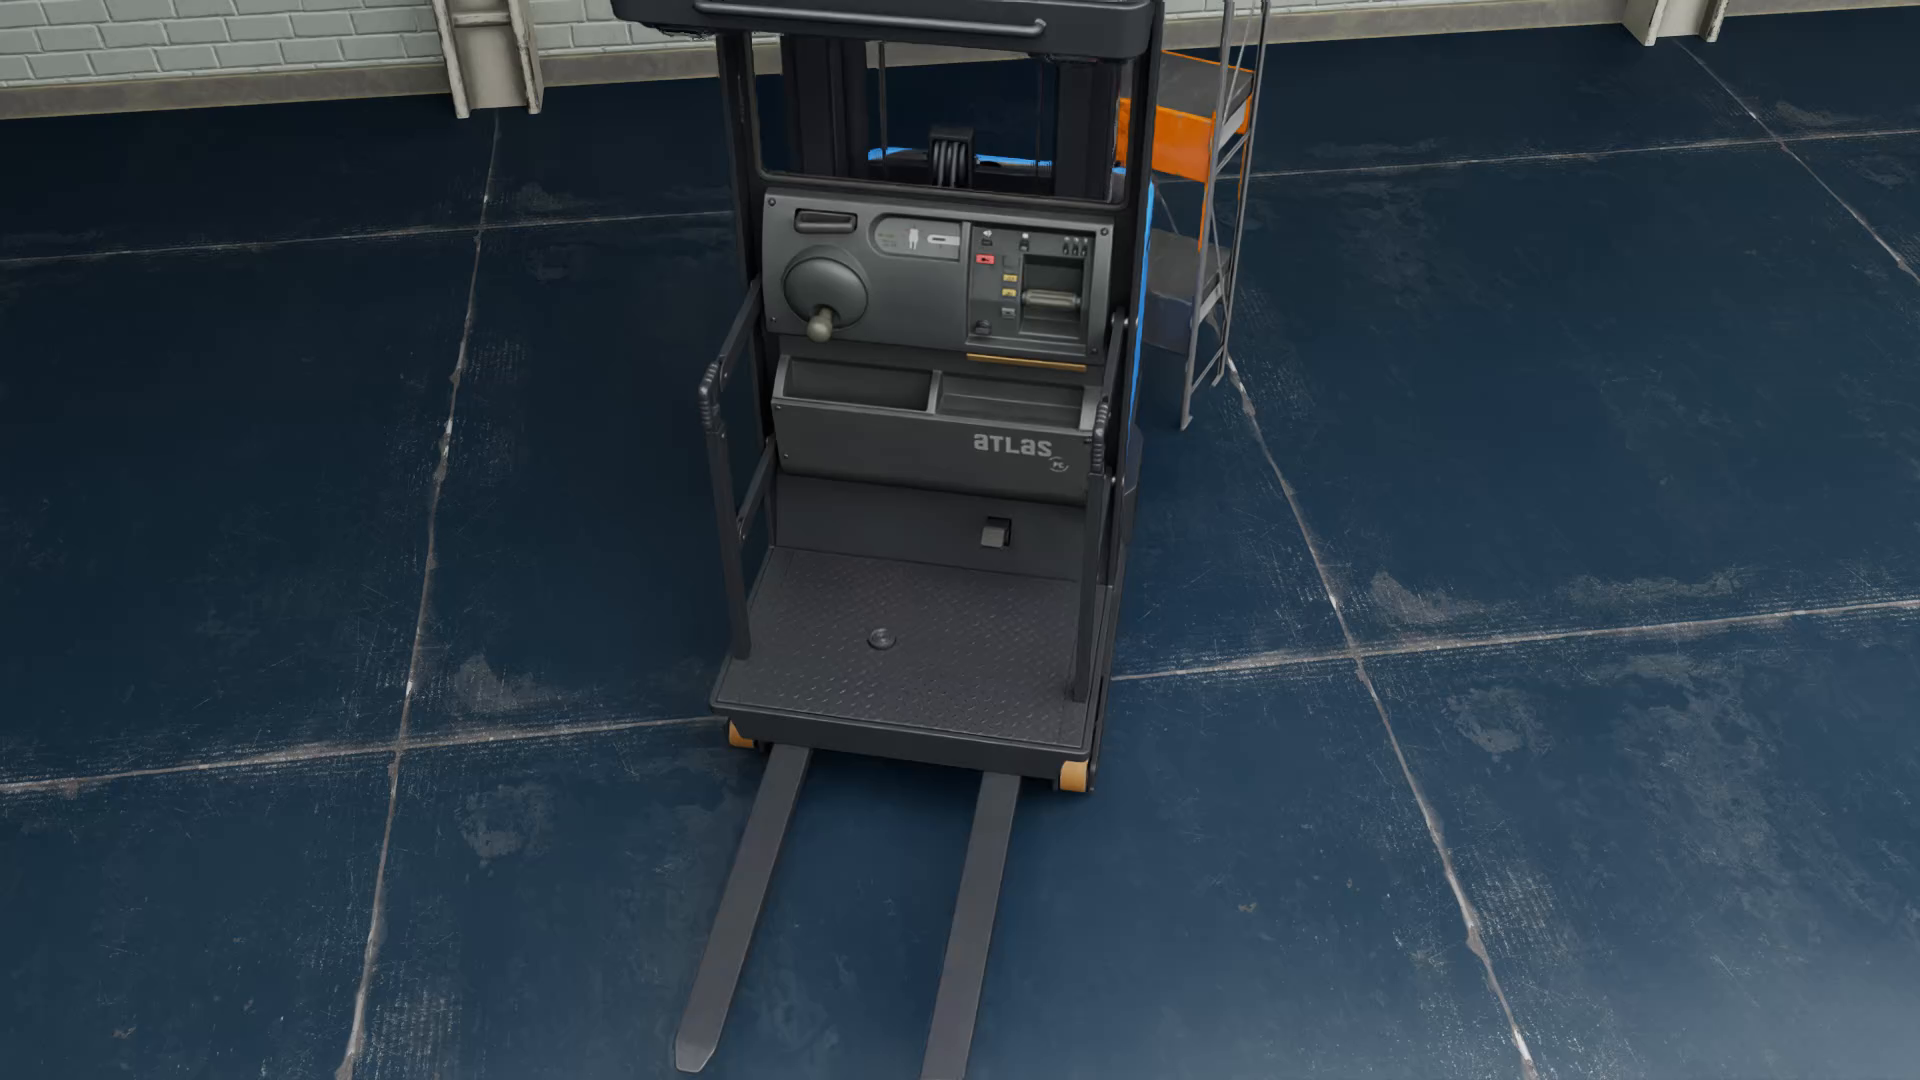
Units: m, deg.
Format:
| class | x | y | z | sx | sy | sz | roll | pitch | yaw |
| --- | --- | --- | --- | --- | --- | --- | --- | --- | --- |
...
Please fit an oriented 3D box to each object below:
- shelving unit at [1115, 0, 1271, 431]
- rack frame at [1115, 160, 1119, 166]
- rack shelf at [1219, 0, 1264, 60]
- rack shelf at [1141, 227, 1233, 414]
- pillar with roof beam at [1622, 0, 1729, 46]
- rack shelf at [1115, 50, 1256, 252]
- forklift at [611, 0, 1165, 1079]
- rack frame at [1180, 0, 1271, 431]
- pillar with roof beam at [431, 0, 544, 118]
| class | x | y | z | sx | sy | sz | roll | pitch | yaw |
| --- | --- | --- | --- | --- | --- | --- | --- | --- | --- |
| shelving unit | 0.705 | -1.384 | 5.716 | 0.503 | 2.100 | 0.431 | 20 | 46 | 21 |
| rack frame | 0.491 | -1.461 | 5.802 | 0.015 | 2.100 | 0.400 | 20 | 46 | 21 |
| rack shelf | 0.704 | -1.894 | 5.257 | 0.480 | 0.518 | 0.431 | 20 | 46 | 21 |
| rack shelf | 0.707 | -0.854 | 6.193 | 0.480 | 0.518 | 0.431 | 20 | 46 | 21 |
| pillar with roof beam | 4.263 | -3.151 | 2.525 | 0.400 | 9.000 | 9.100 | -5 | 42 | -6 |
| rack shelf | 0.705 | -1.374 | 5.725 | 0.480 | 0.518 | 0.431 | 20 | 46 | 21 |
| forklift | -0.101 | -0.609 | 4.237 | 1.130 | 2.935 | 3.031 | 7 | 42 | 7 |
| rack frame | 0.920 | -1.307 | 5.629 | 0.015 | 2.100 | 0.400 | 20 | 46 | 21 |
| pillar with roof beam | -1.686 | -2.630 | 1.947 | 0.400 | 9.000 | 9.100 | -5 | 42 | -6 |
